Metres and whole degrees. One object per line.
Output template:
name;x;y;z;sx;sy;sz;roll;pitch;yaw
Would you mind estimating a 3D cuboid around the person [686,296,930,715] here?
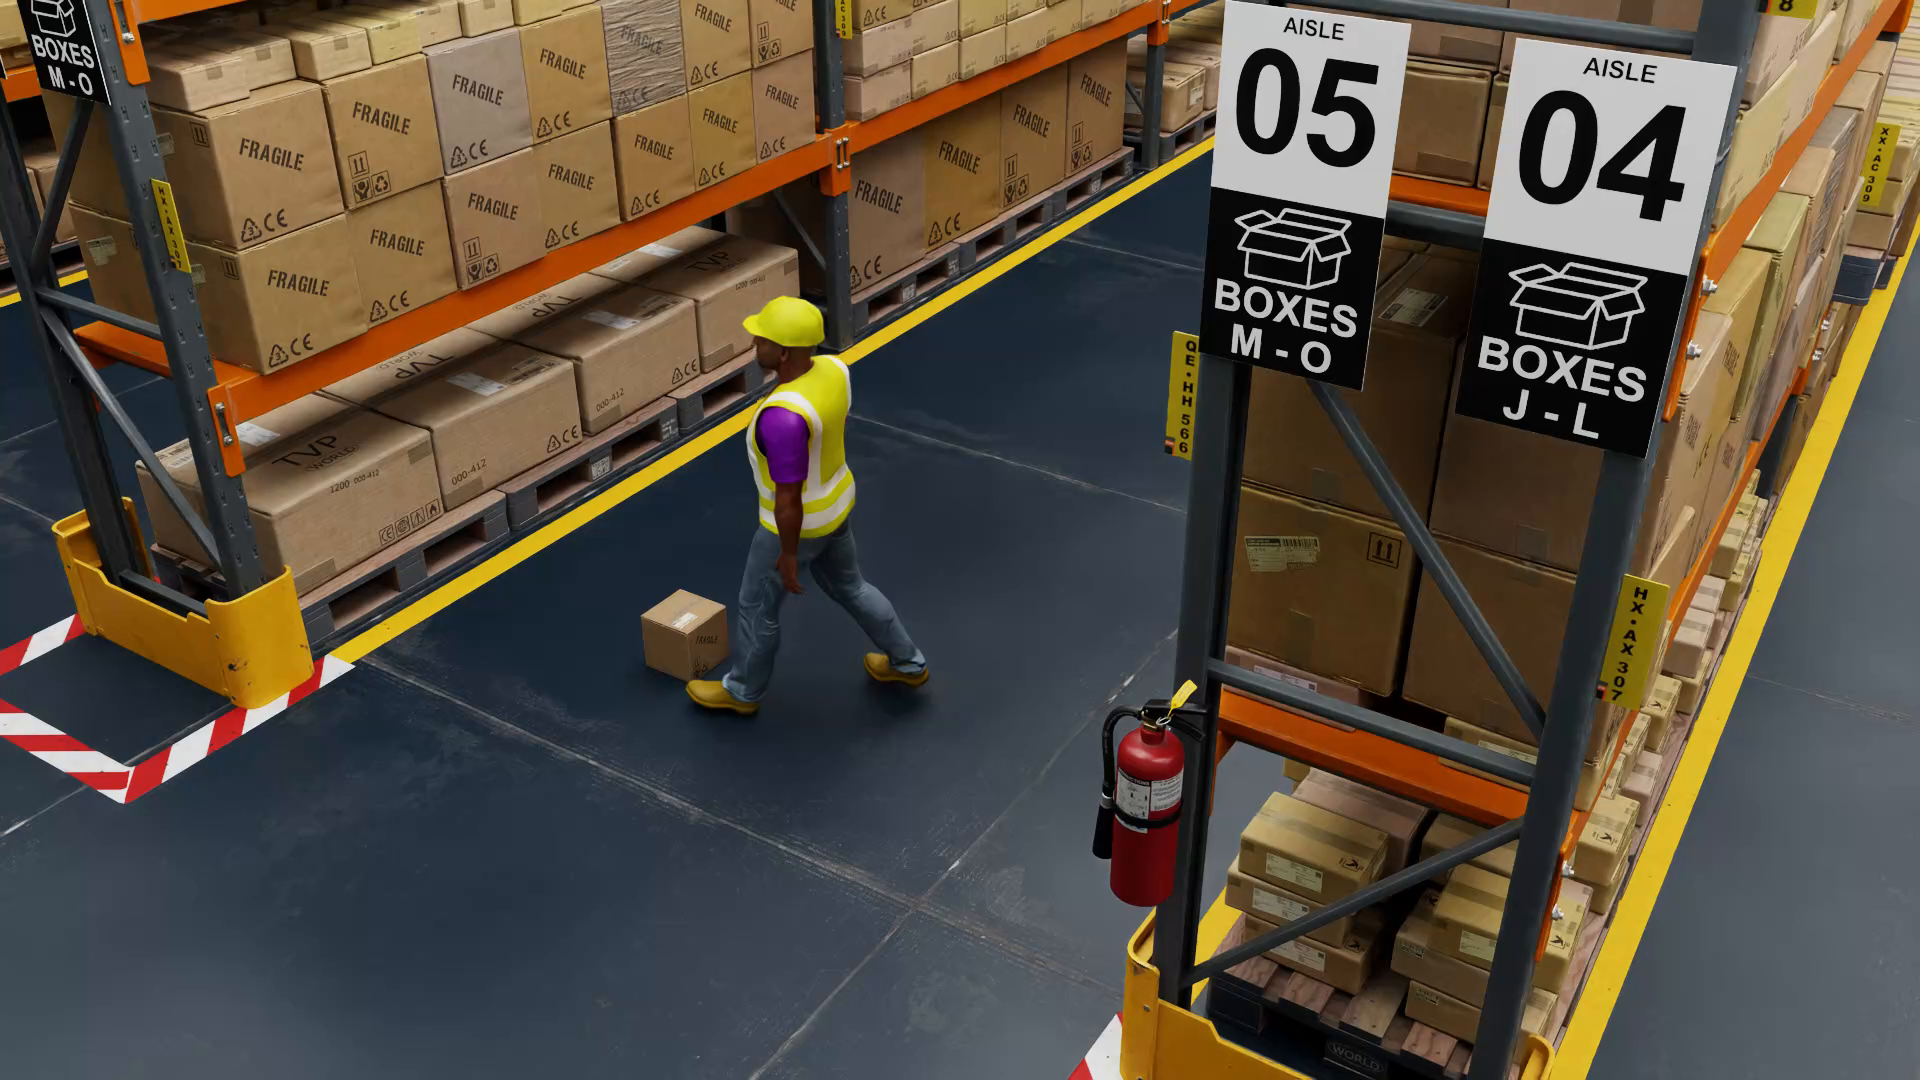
person;-0.613;-0.112;6.300;0.912;1.740;0.603;10;32;17
